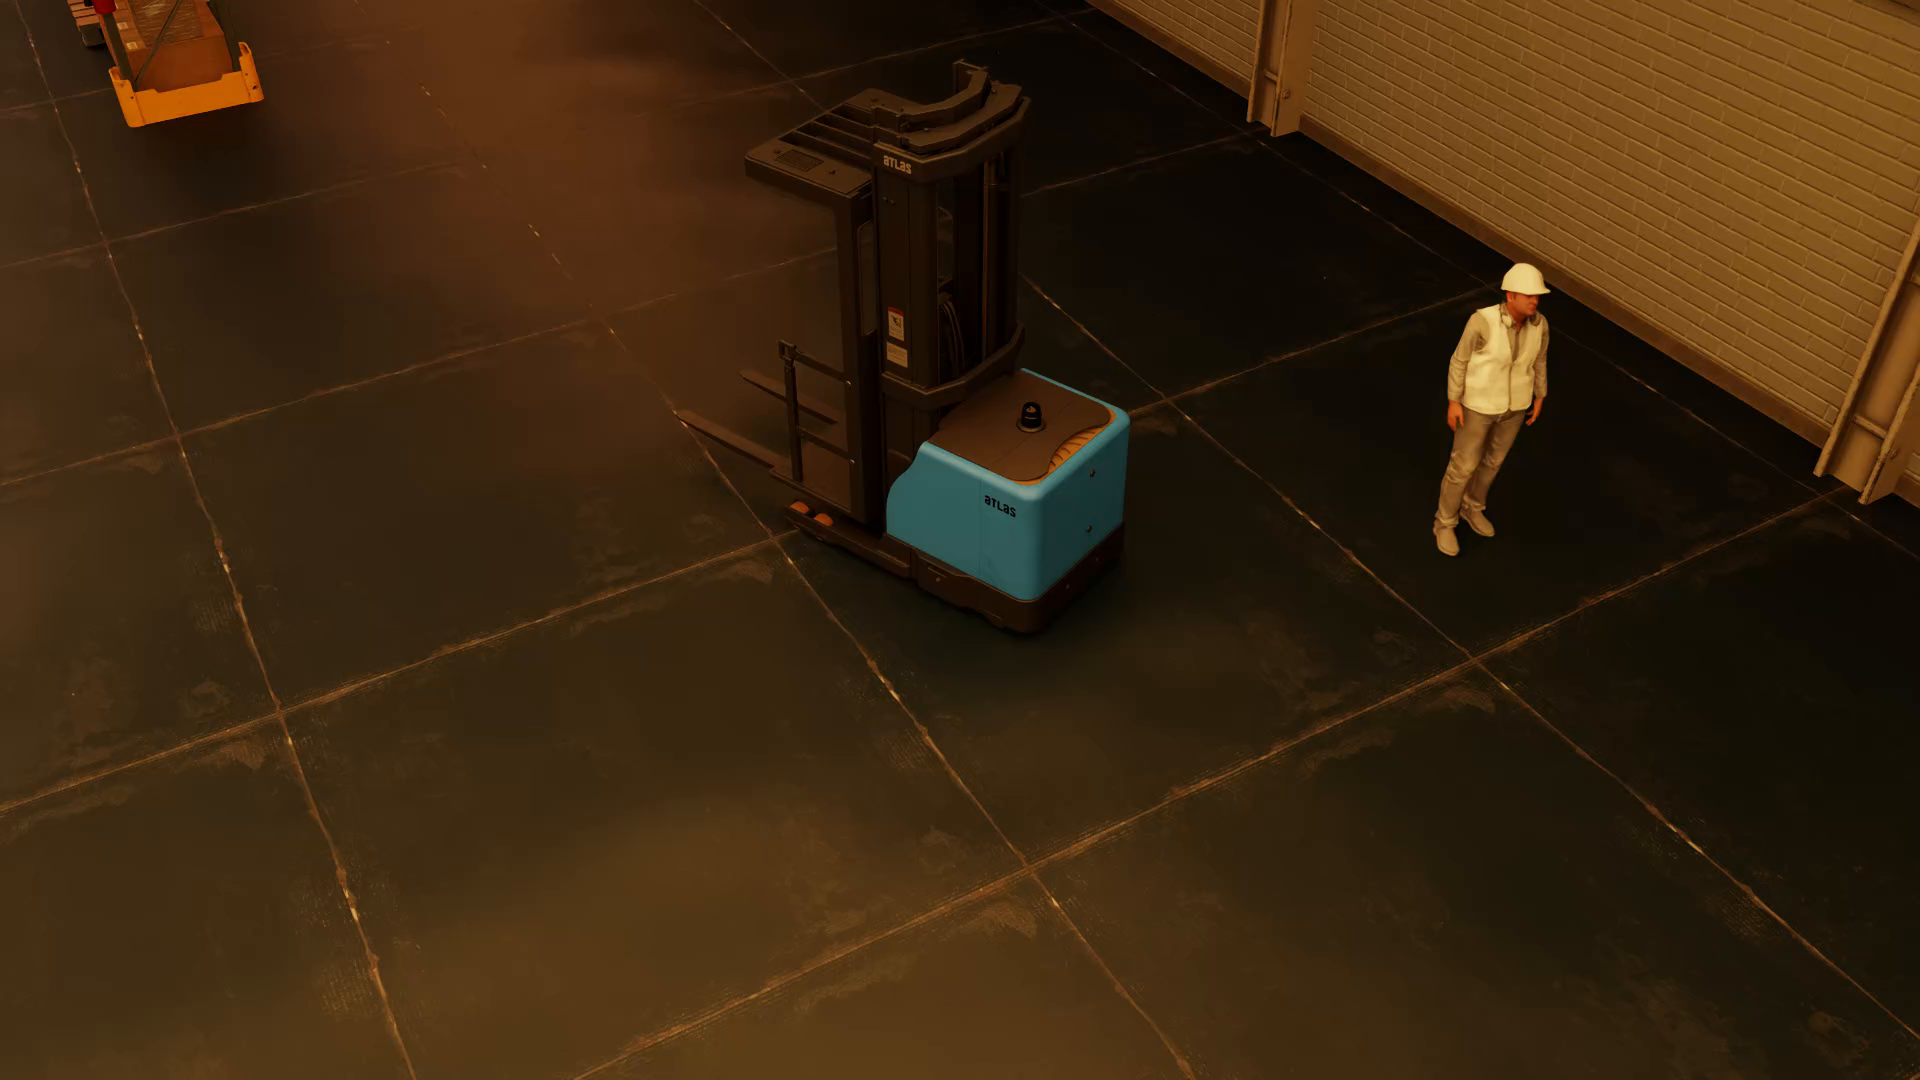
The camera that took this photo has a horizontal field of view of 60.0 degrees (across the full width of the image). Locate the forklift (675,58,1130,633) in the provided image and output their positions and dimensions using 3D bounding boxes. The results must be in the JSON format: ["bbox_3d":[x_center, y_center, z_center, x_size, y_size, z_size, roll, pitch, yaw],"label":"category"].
[{"bbox_3d":[-0.481,-1.366,9.683,3.031,2.935,1.130,26,46,28],"label":"forklift"}]

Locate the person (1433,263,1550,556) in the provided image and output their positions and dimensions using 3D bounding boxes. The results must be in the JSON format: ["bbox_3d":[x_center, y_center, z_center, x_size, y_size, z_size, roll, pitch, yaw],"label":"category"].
[{"bbox_3d":[3.204,-0.780,9.873,0.629,1.775,0.569,-9,40,-10],"label":"person"}]
